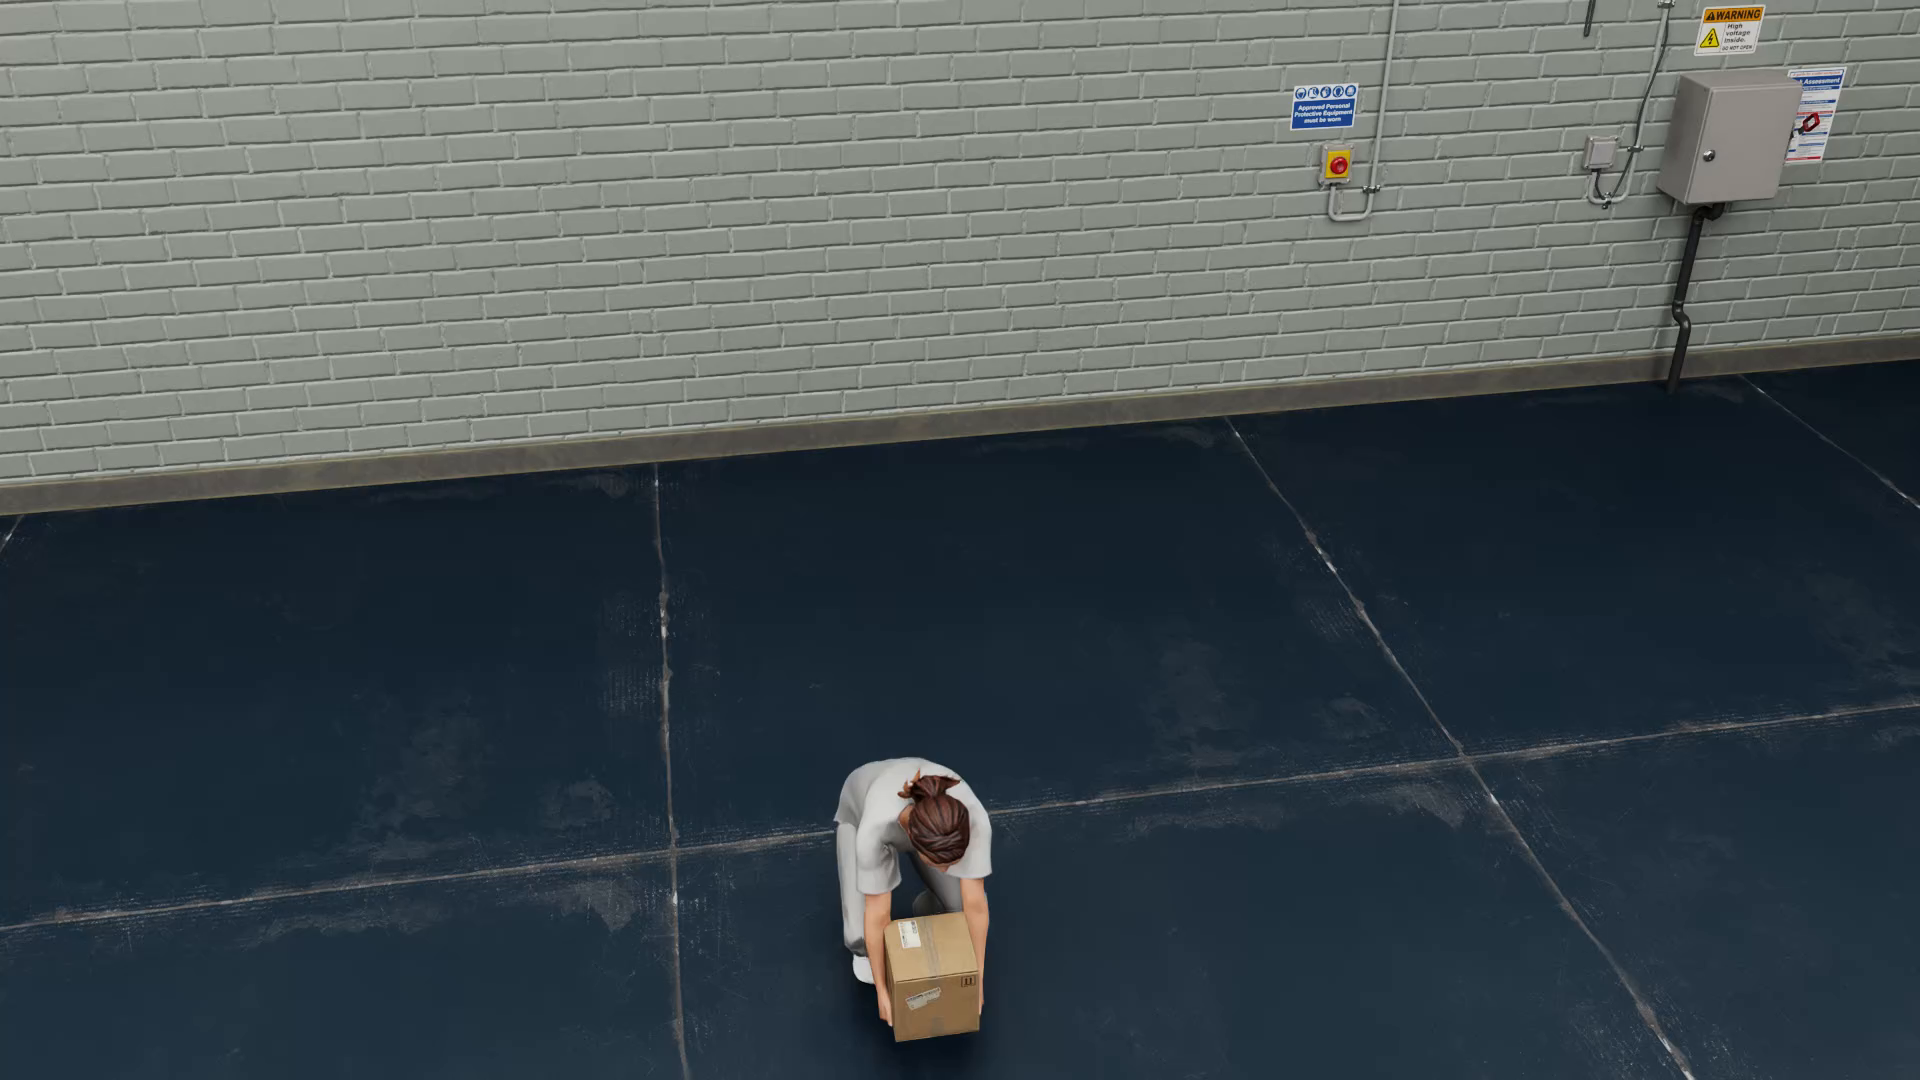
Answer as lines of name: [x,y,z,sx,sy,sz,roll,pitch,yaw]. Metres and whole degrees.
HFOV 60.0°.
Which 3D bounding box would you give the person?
person: [-0.151,1.015,5.145,0.462,0.952,0.810,-6,31,-10]
